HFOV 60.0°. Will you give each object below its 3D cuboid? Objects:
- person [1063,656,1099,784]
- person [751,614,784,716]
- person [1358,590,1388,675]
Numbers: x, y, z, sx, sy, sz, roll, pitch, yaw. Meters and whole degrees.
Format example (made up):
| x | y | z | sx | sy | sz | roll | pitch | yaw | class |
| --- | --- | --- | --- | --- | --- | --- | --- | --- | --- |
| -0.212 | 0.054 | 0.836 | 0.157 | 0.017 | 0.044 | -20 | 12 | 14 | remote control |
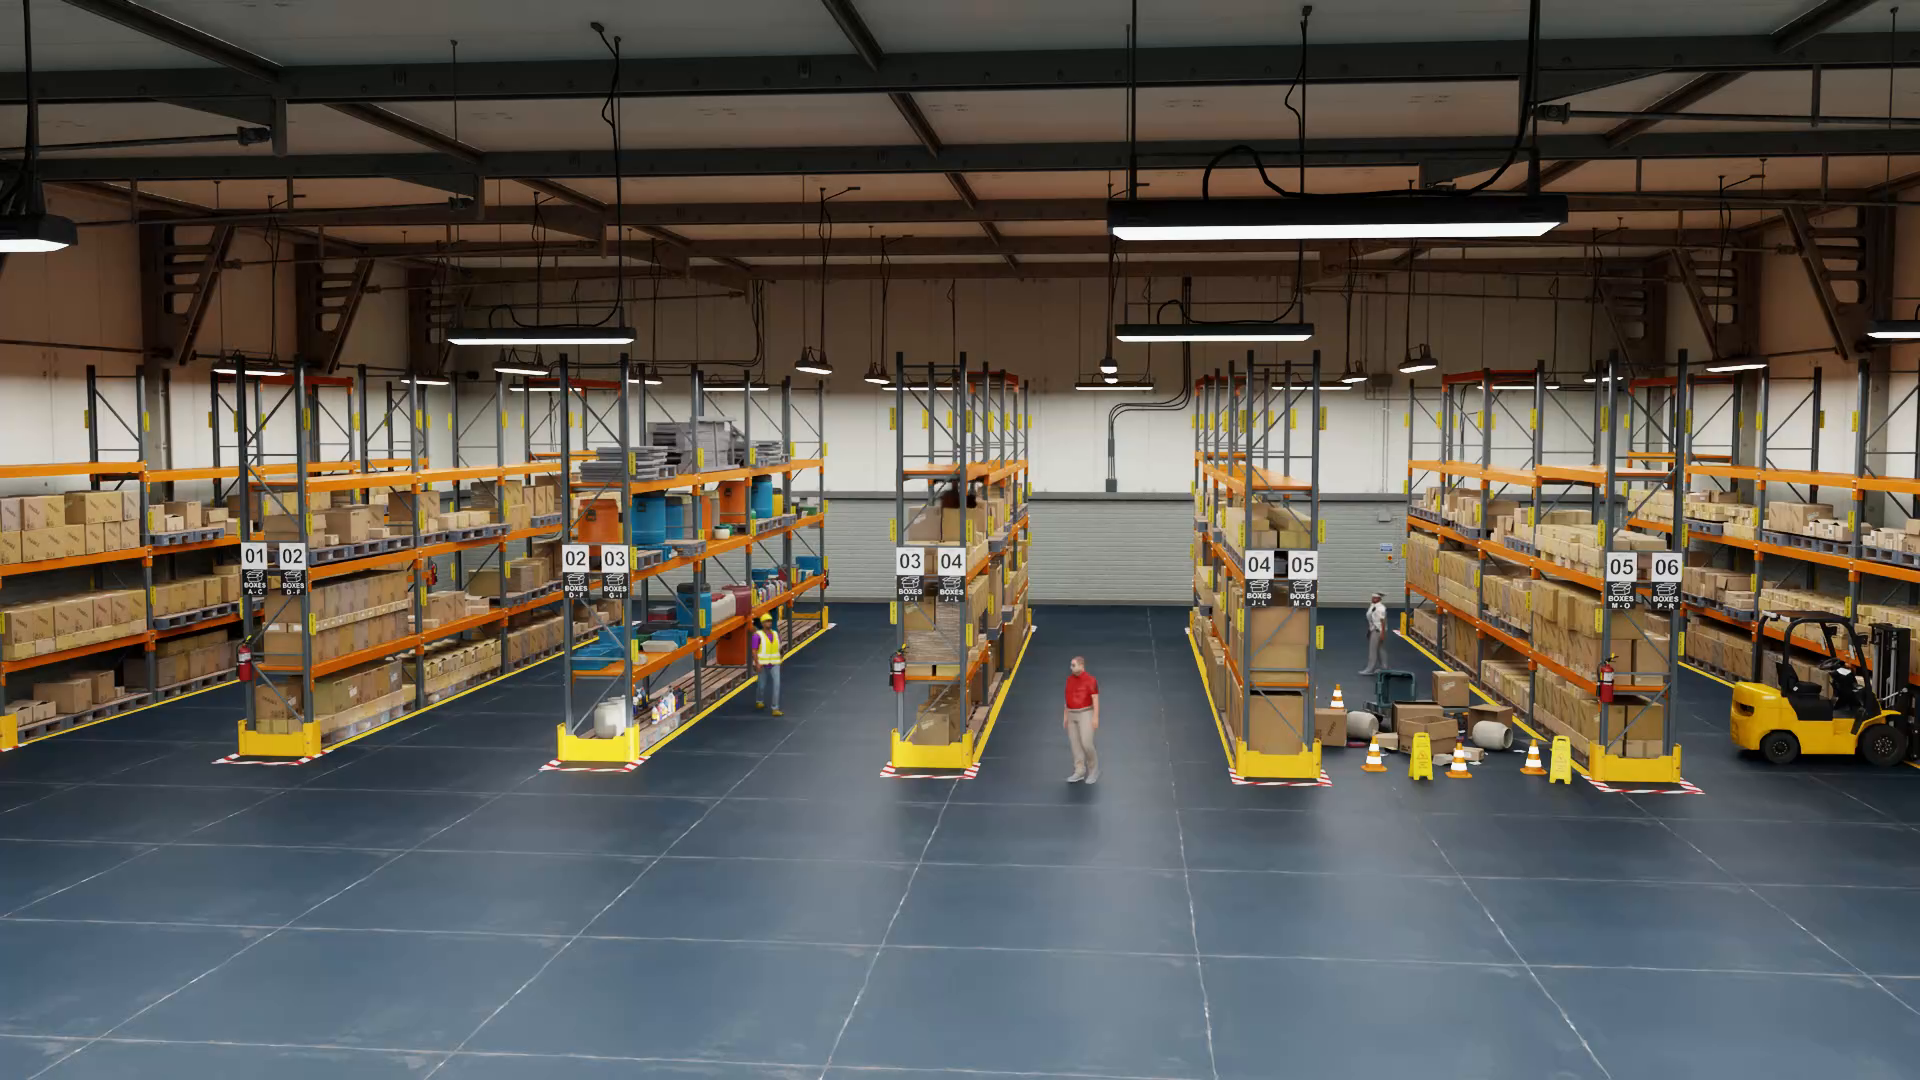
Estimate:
| x | y | z | sx | sy | sz | roll | pitch | yaw | class |
| --- | --- | --- | --- | --- | --- | --- | --- | --- | --- |
| 1.659 | 2.509 | 23.157 | 0.414 | 1.769 | 0.595 | -4 | 6 | -45 | person |
| -3.284 | 2.130 | 28.446 | 0.590 | 1.730 | 0.975 | -1 | 4 | -16 | person |
| 8.204 | 1.827 | 32.986 | 0.608 | 1.675 | 0.497 | 1 | 4 | 9 | person |
